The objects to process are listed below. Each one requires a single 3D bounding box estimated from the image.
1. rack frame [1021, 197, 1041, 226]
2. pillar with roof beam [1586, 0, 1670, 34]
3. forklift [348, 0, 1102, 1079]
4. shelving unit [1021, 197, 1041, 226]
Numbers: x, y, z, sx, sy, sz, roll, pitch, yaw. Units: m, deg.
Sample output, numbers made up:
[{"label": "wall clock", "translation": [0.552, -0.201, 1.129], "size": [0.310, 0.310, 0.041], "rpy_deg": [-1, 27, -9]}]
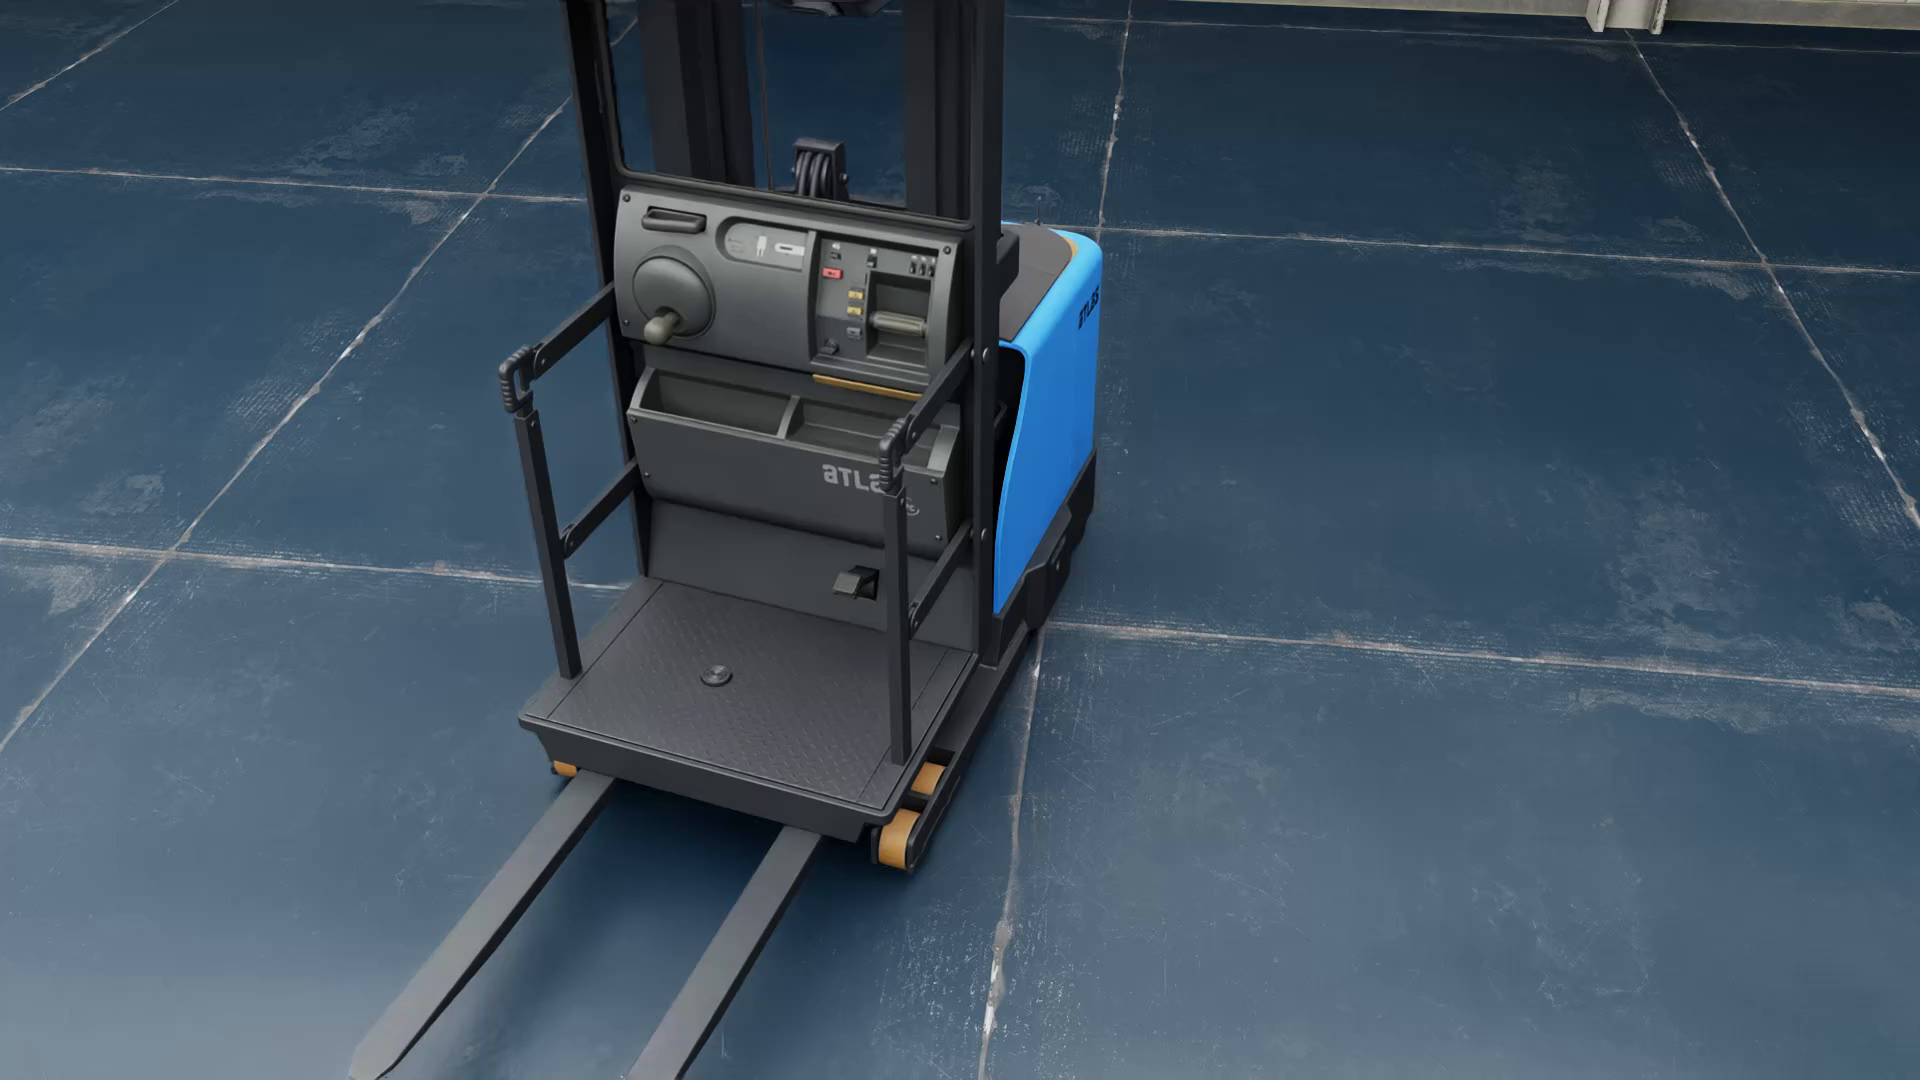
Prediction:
[{"label": "rack frame", "translation": [0.235, -0.661, 5.772], "size": [0.008, 1.050, 0.200], "rpy_deg": [12, 37, 16]}, {"label": "pillar with roof beam", "translation": [3.503, -4.334, 4.077], "size": [0.400, 9.000, 9.100], "rpy_deg": [4, 36, 6]}, {"label": "forklift", "translation": [-0.524, -0.576, 4.034], "size": [1.130, 2.935, 3.031], "rpy_deg": [12, 37, 16]}, {"label": "shelving unit", "translation": [0.120, -0.685, 5.806], "size": [0.252, 1.050, 0.215], "rpy_deg": [12, 37, 16]}]
